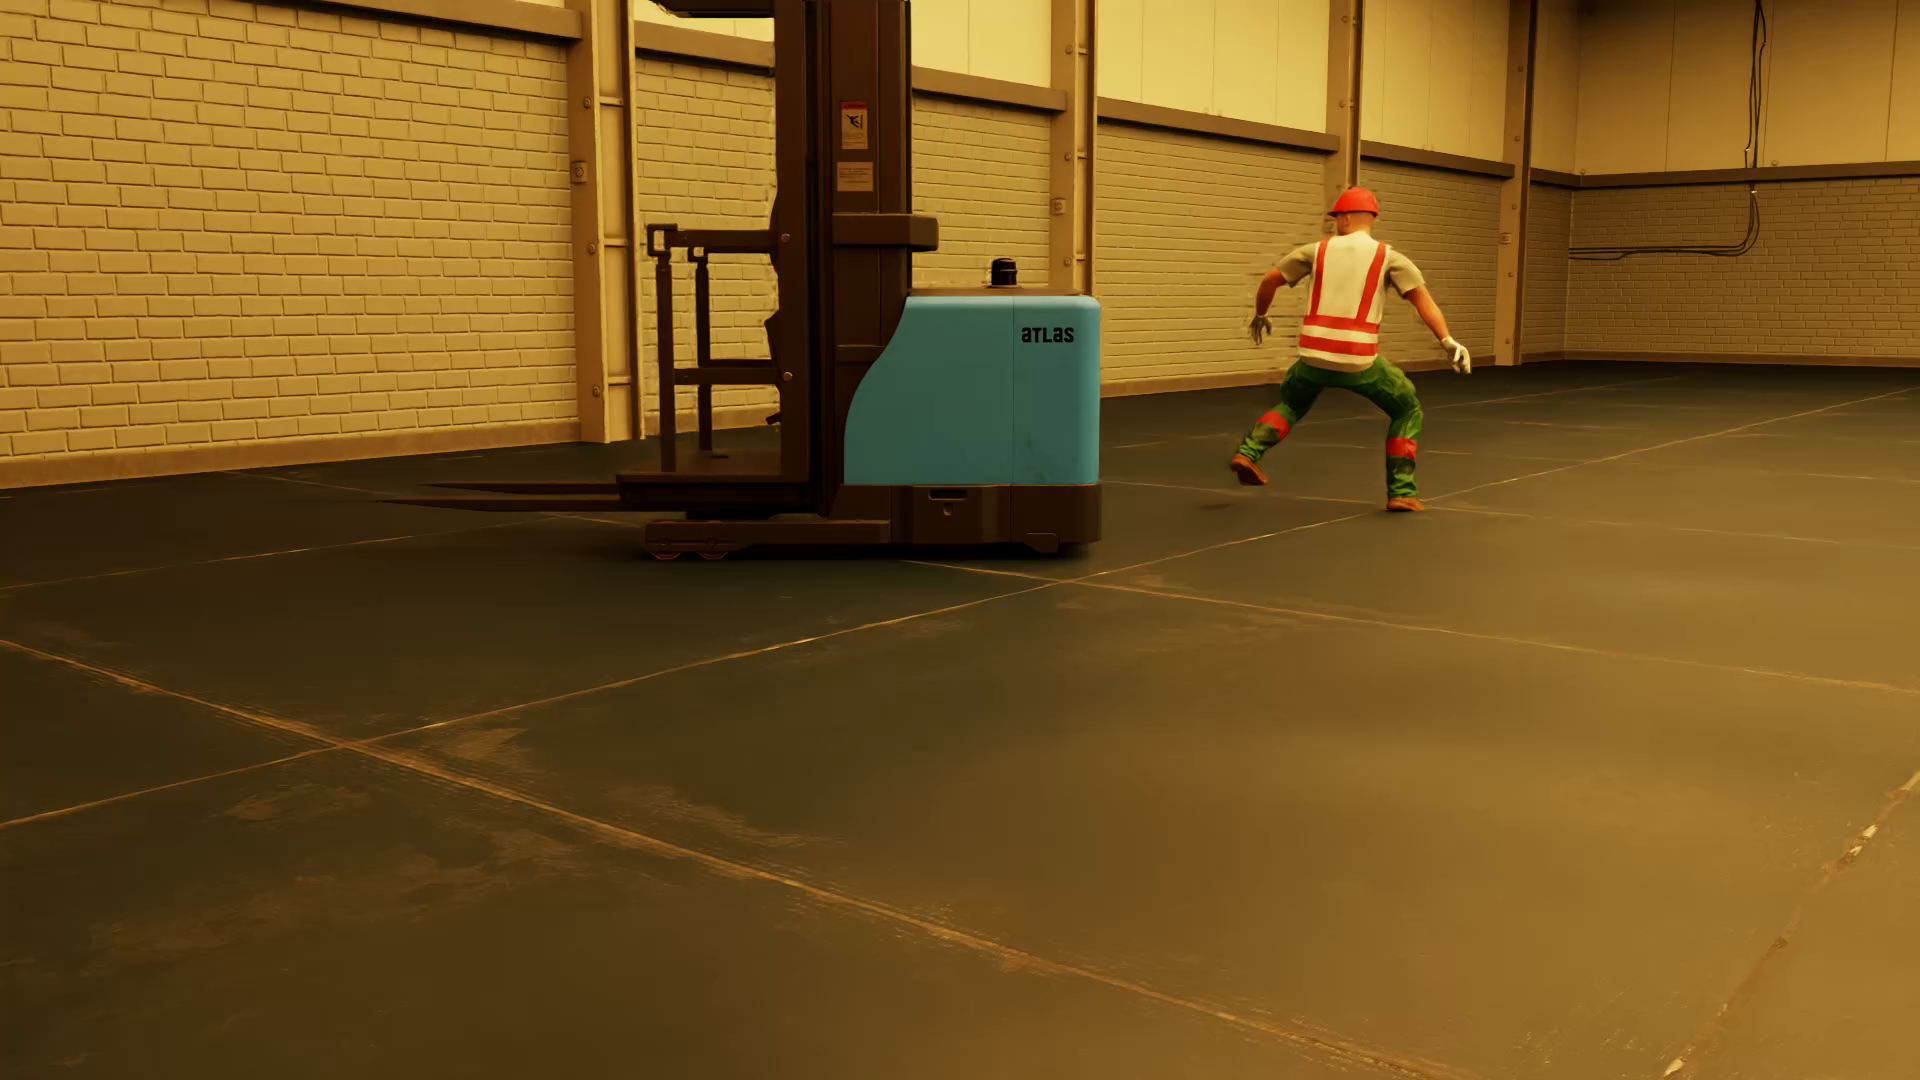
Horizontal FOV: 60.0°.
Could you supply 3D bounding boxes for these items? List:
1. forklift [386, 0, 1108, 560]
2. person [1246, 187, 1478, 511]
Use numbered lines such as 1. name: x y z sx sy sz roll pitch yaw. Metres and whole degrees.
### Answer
1. forklift: -0.902 -1.443 7.145 3.031 2.935 1.130 0 8 0
2. person: 2.042 -0.945 8.415 1.159 1.655 0.505 5 10 31
